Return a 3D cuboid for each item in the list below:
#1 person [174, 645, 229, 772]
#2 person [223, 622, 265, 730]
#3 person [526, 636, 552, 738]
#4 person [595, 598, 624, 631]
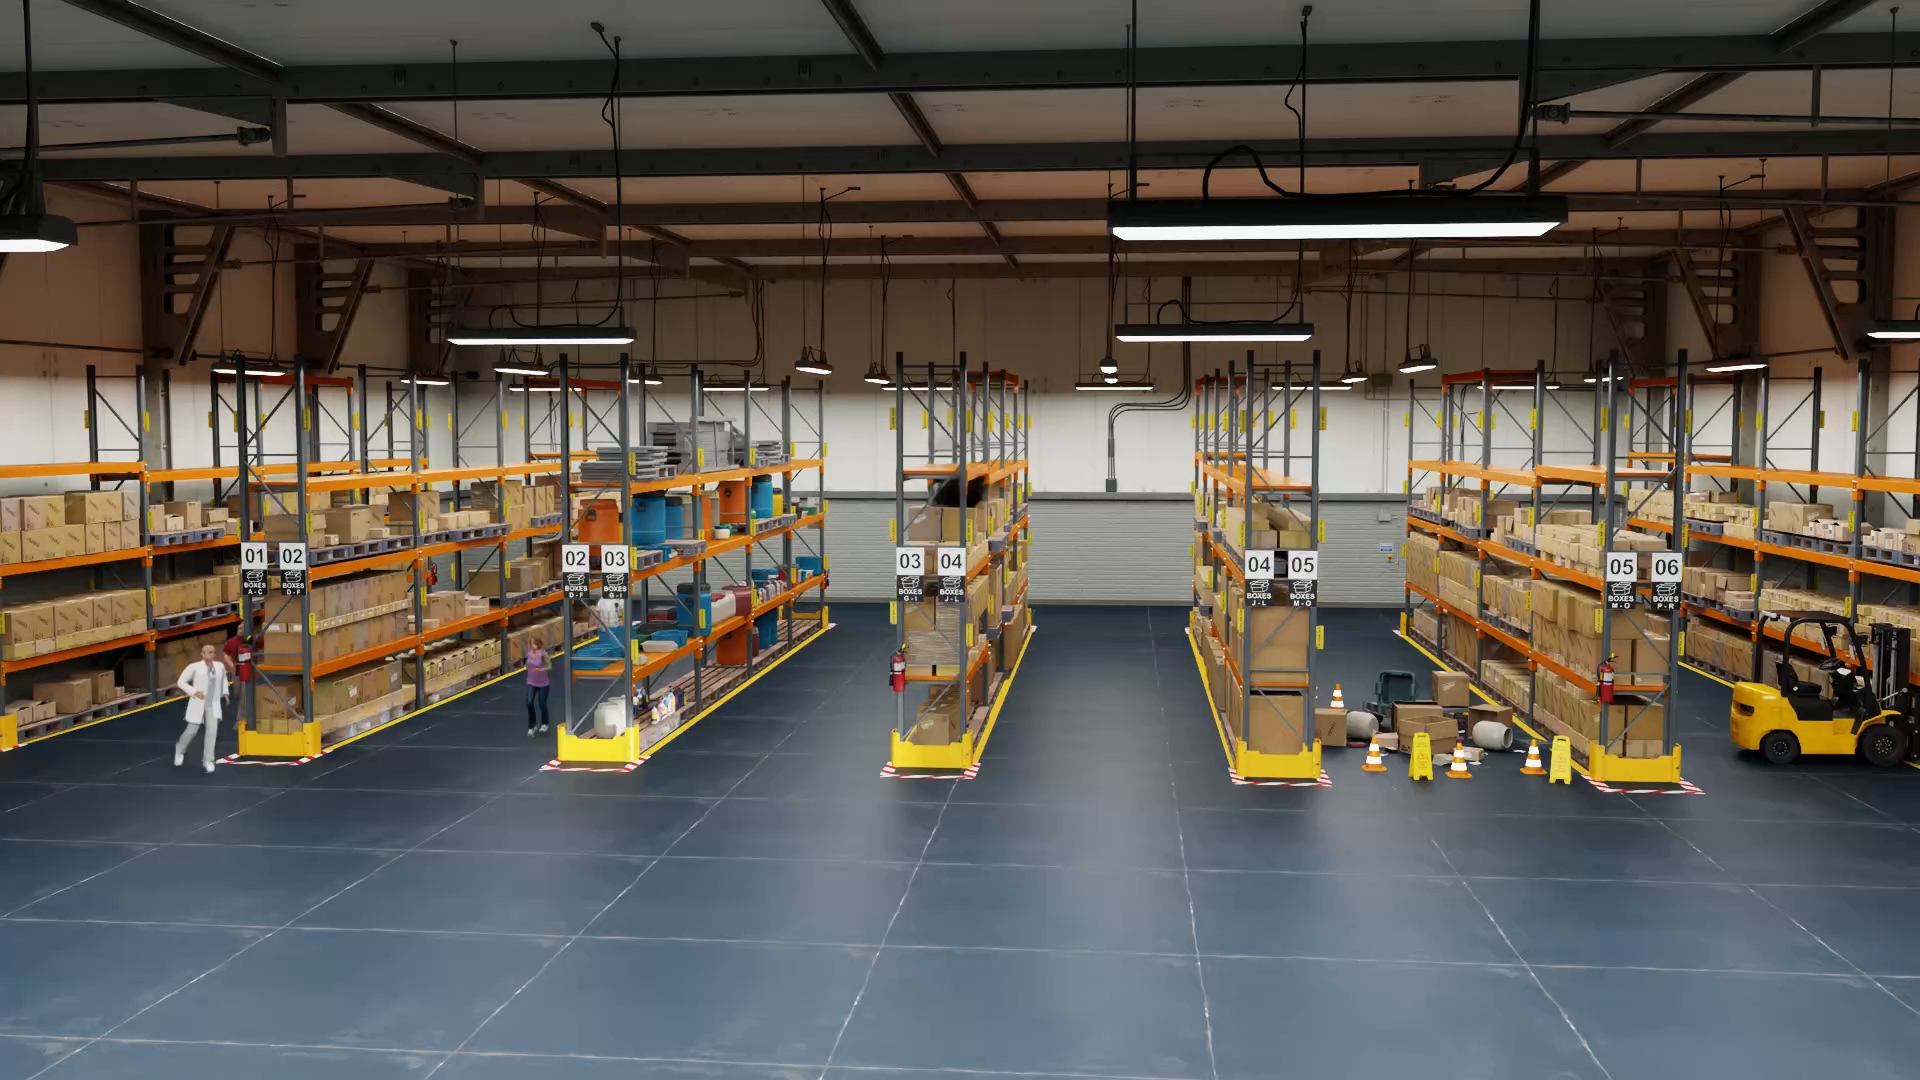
[{"bbox_3d":[-10.892,2.402,24.046,0.764,1.759,1.041,-4,6,-44],"label":"person"},{"bbox_3d":[-11.794,2.208,27.439,0.686,1.726,0.975,0,4,-7],"label":"person"},{"bbox_3d":[-6.703,2.339,26.444,0.507,1.638,0.697,1,4,10],"label":"person"},{"bbox_3d":[-7.041,1.749,33.611,0.663,1.764,0.631,0,4,-1],"label":"person"}]
